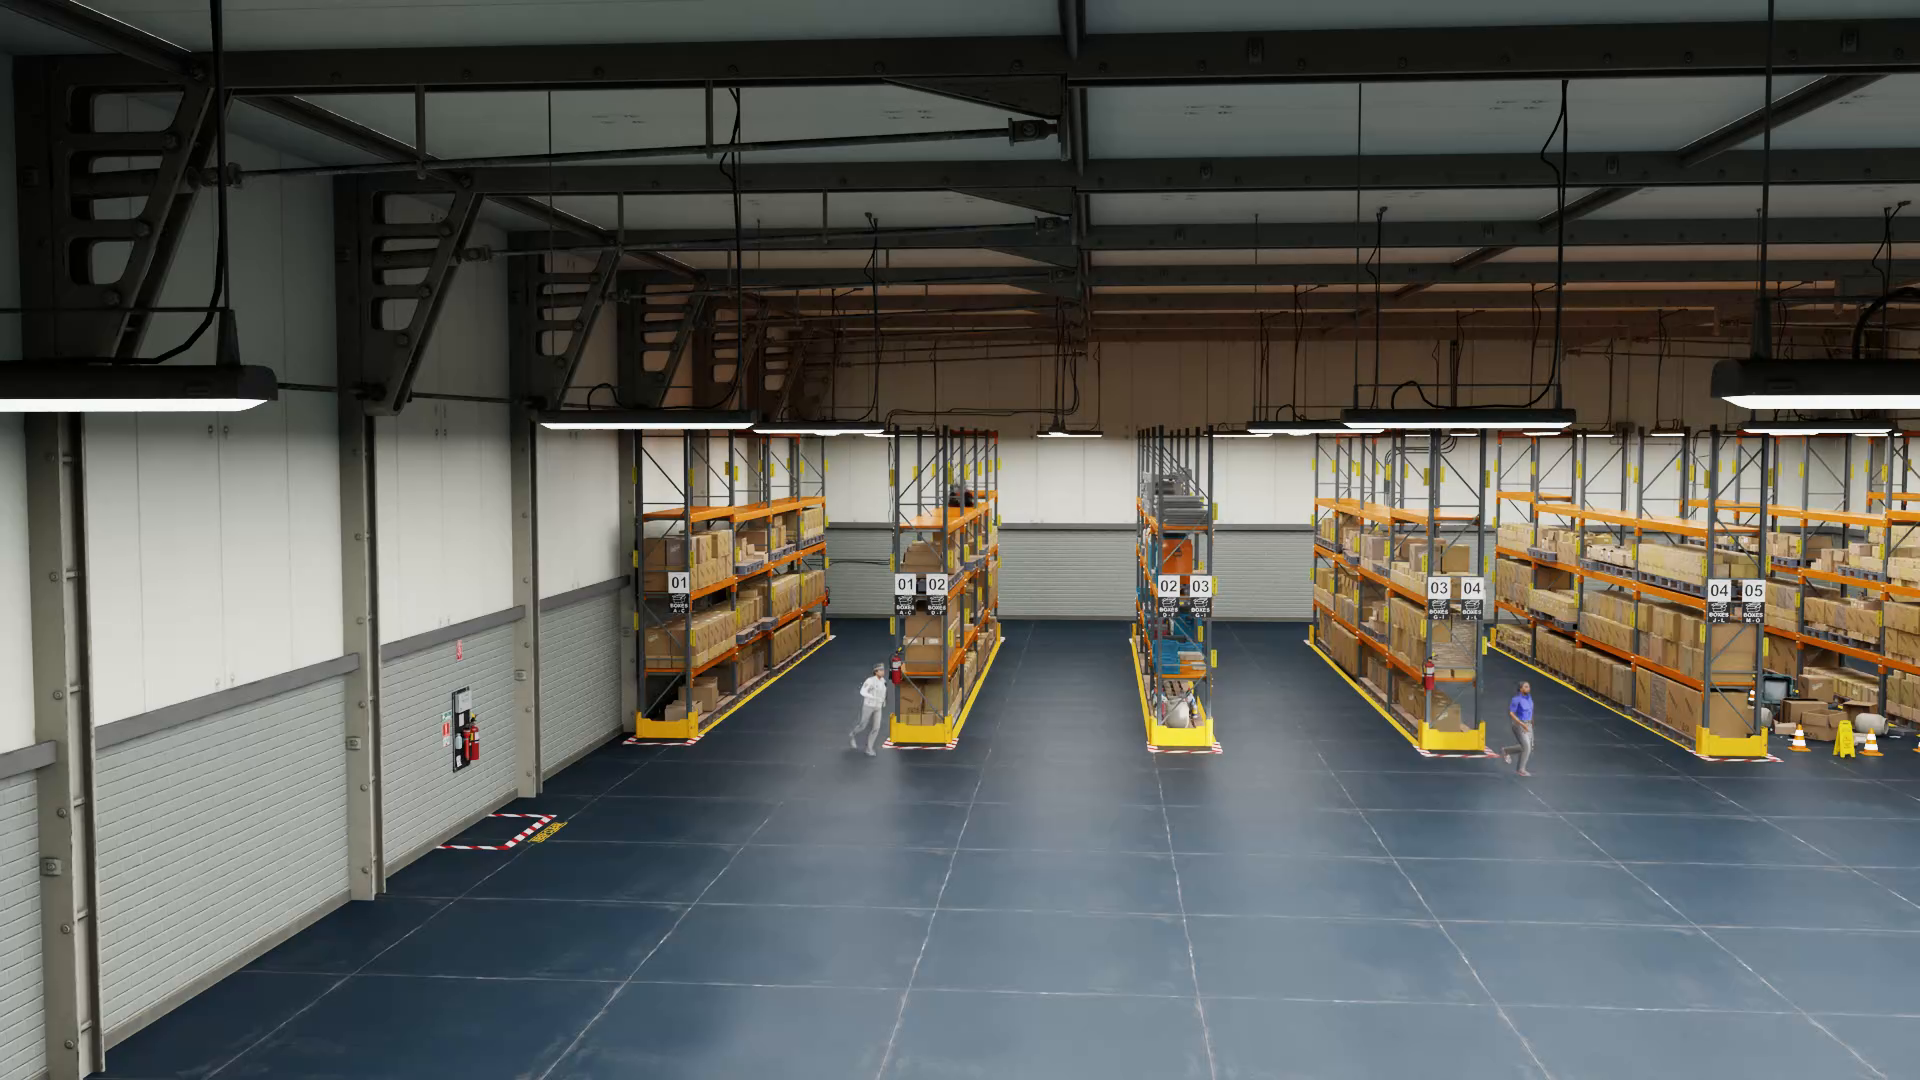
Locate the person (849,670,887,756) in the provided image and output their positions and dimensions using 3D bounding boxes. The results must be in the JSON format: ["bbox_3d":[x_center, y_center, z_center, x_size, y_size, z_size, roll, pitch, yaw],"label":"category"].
[{"bbox_3d":[-1.624,3.091,30.482,0.546,1.611,0.882,-2,4,-35],"label":"person"}]

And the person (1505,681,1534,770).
[{"bbox_3d":[9.597,3.166,28.509,0.575,1.546,0.577,-3,4,-36],"label":"person"}]

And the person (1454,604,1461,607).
[{"bbox_3d":[13.725,1.808,46.696,0.786,1.132,0.464,3,5,43],"label":"person"}]
